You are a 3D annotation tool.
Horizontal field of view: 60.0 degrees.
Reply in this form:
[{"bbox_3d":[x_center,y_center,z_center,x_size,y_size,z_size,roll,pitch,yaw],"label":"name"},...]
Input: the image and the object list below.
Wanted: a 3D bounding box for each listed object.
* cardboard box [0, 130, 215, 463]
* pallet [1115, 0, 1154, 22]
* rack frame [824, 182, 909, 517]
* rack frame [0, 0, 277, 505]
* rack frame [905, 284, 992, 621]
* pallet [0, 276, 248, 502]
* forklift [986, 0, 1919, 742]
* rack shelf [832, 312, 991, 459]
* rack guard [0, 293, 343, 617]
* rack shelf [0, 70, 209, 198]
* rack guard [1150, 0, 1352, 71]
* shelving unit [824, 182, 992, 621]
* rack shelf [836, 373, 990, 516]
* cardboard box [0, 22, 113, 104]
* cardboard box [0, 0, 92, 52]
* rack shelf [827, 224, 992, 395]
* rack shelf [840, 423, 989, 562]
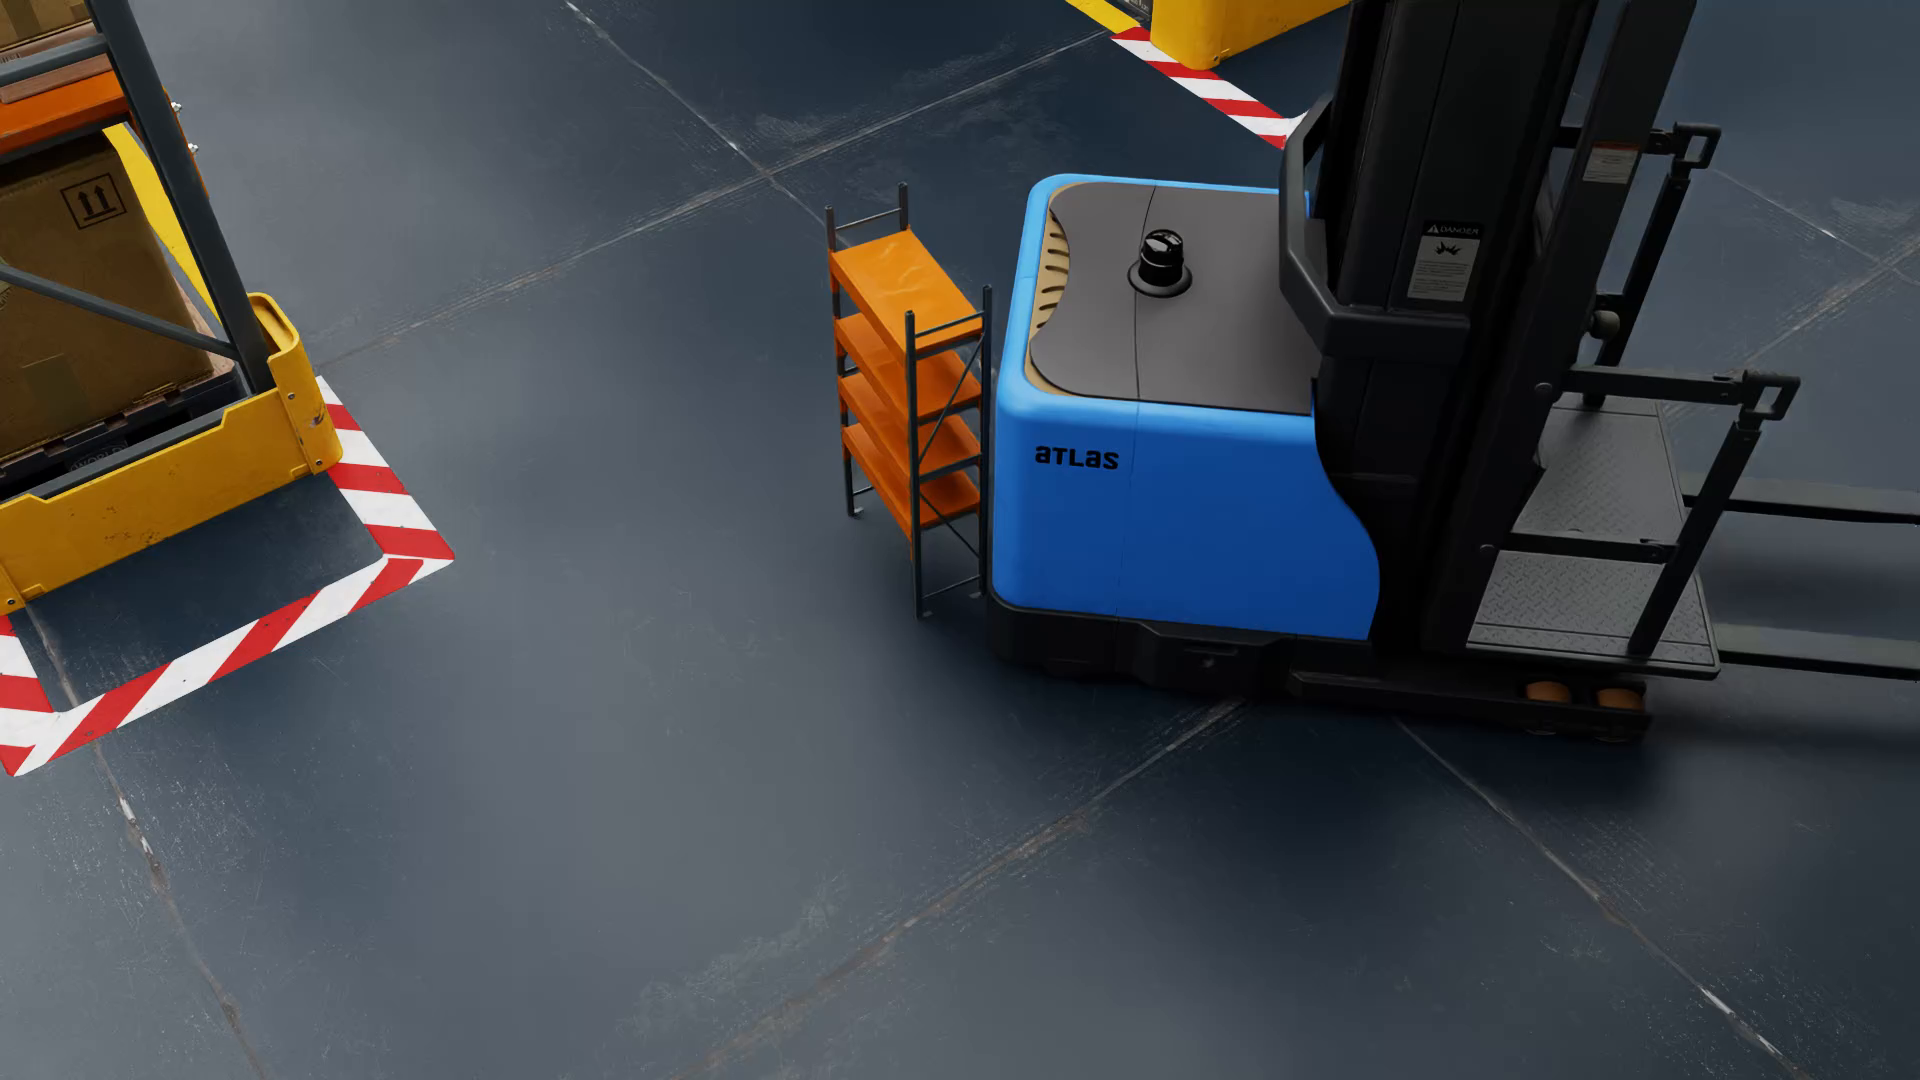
[{"bbox_3d":[-3.051,-0.898,5.190,0.875,0.875,0.875,-29,54,-24],"label":"cardboard box"},{"bbox_3d":[0.874,-2.918,7.753,1.003,0.211,1.213,-29,54,-24],"label":"pallet"},{"bbox_3d":[-0.252,-0.523,4.914,0.240,1.200,0.015,-21,51,-18],"label":"rack frame"},{"bbox_3d":[-2.600,-1.129,4.249,1.000,3.000,0.127,-29,54,-24],"label":"rack frame"},{"bbox_3d":[-0.028,-0.202,4.623,0.240,1.200,0.015,-21,51,-18],"label":"rack frame"},{"bbox_3d":[-3.146,-0.629,5.677,1.003,0.211,1.213,-29,54,-24],"label":"pallet"},{"bbox_3d":[1.634,-0.831,4.025,3.031,2.935,1.130,5,48,5],"label":"forklift"},{"bbox_3d":[-0.140,-0.468,4.653,0.258,0.148,0.480,-21,51,-18],"label":"rack shelf"},{"bbox_3d":[-2.585,-0.275,5.162,1.175,0.500,0.348,-29,54,-24],"label":"rack guard"},{"bbox_3d":[-3.811,-2.067,5.584,1.077,0.370,4.000,-29,54,-24],"label":"rack shelf"},{"bbox_3d":[1.367,-2.503,7.181,1.175,0.500,0.348,-29,54,-24],"label":"rack guard"},{"bbox_3d":[-0.140,-0.363,4.769,0.258,1.200,0.503,-21,51,-18],"label":"shelving unit"},{"bbox_3d":[-0.140,-0.317,4.819,0.258,0.148,0.480,-21,51,-18],"label":"rack shelf"},{"bbox_3d":[-2.552,-1.402,4.666,0.380,0.149,0.250,-29,54,-24],"label":"cardboard box"},{"bbox_3d":[-2.675,-1.583,4.560,0.500,0.250,0.500,-31,55,-25],"label":"cardboard box"},{"bbox_3d":[-0.140,-0.627,4.478,0.258,0.148,0.480,-21,51,-18],"label":"rack shelf"},{"bbox_3d":[-0.140,-0.184,4.966,0.258,0.148,0.480,-21,51,-18],"label":"rack shelf"}]
